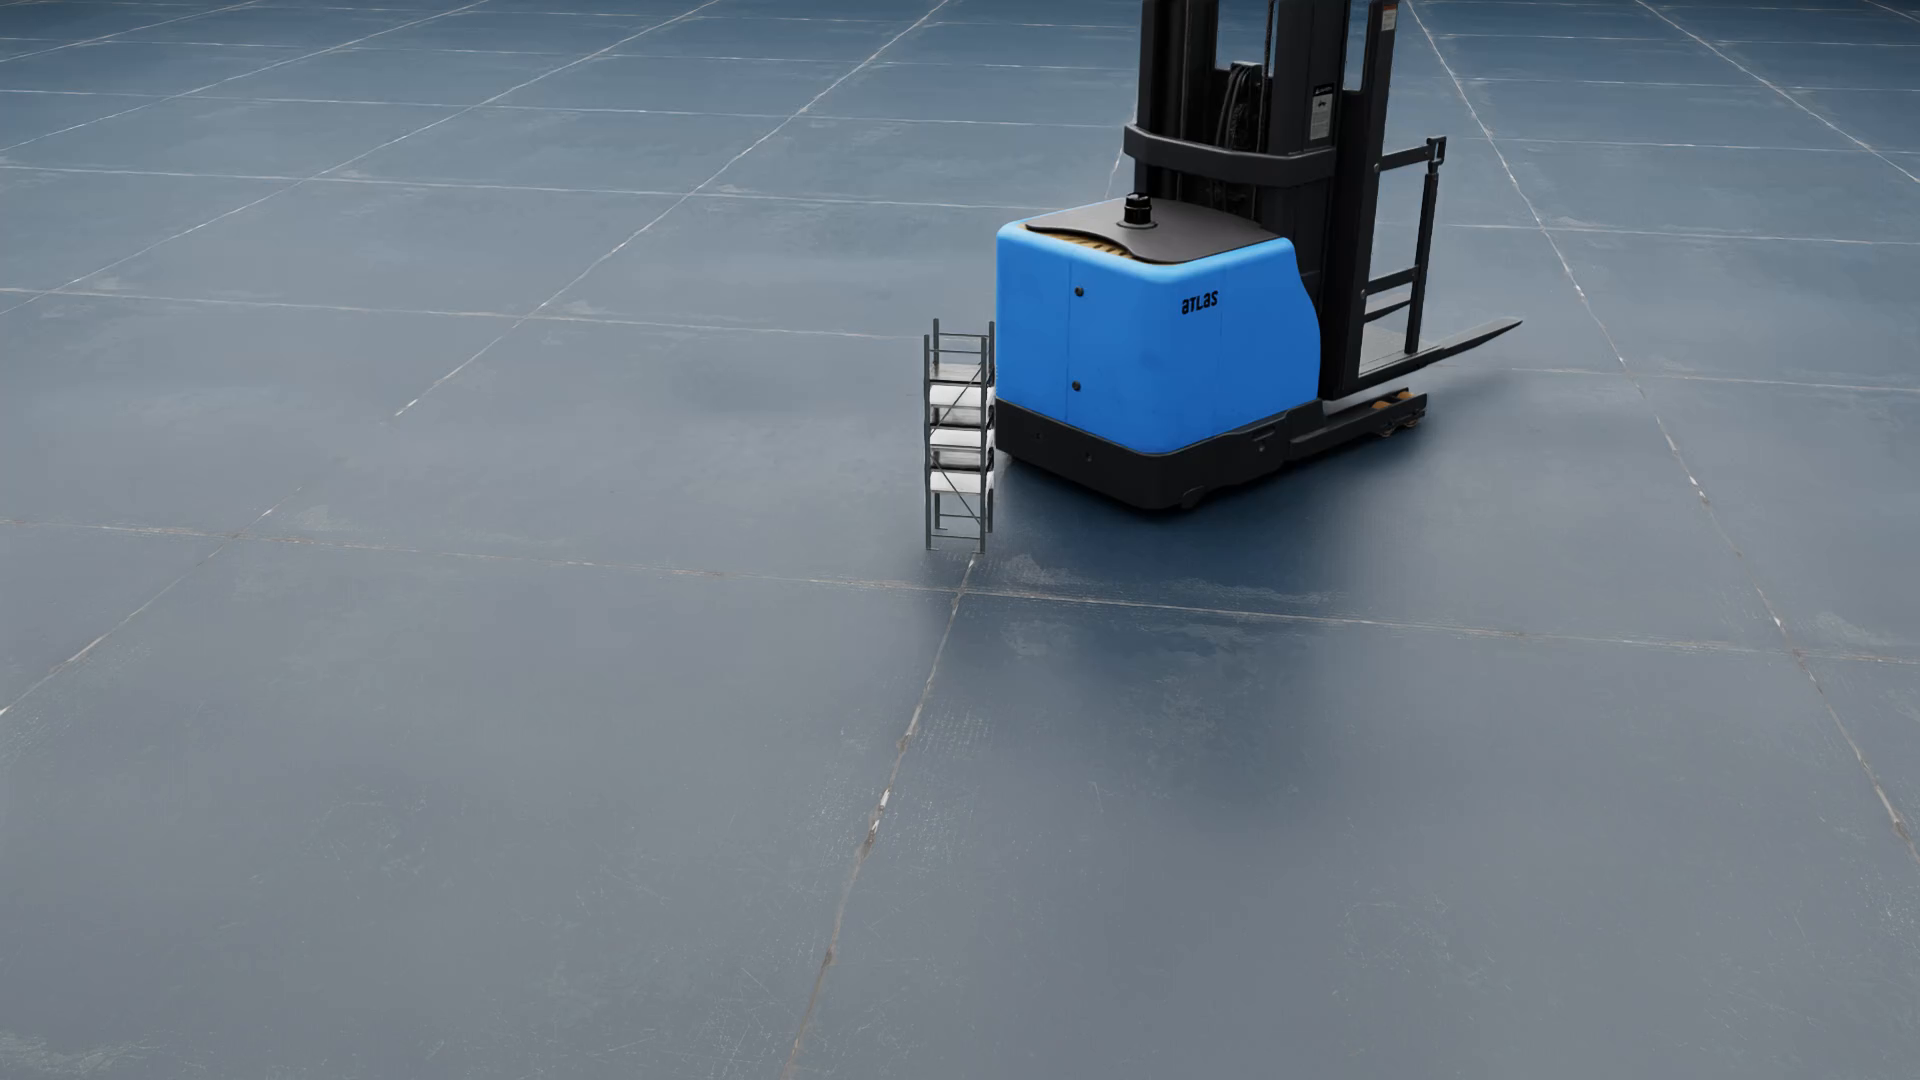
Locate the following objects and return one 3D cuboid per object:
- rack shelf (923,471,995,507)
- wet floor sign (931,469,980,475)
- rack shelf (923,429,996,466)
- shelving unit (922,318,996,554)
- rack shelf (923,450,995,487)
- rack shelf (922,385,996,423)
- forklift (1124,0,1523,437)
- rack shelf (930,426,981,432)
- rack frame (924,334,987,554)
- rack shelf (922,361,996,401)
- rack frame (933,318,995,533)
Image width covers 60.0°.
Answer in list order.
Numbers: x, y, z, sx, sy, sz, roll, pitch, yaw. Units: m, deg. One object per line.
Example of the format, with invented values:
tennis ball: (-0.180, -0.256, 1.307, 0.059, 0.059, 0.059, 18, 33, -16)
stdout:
rack shelf: (-0.001, -0.211, 6.642, 0.258, 0.077, 0.200, 4, 25, 9)
wet floor sign: (-6.032, 0.481, 4.962, 8.976, 0.644, 9.326, 13, 28, 26)
rack shelf: (-0.001, -0.374, 6.566, 0.258, 0.077, 0.200, 4, 25, 9)
shelving unit: (-0.001, -0.404, 6.552, 0.258, 0.900, 0.210, 4, 25, 9)
rack shelf: (-0.001, -0.292, 6.604, 0.258, 0.077, 0.200, 4, 25, 9)
rack shelf: (-0.001, -0.537, 6.490, 0.258, 0.077, 0.200, 4, 25, 9)
forklift: (1.619, -1.943, 7.518, 2.937, 2.867, 1.118, -20, 32, -37)
rack shelf: (-0.001, -0.469, 6.522, 0.199, 0.015, 0.184, 4, 25, 9)
rack frame: (-0.018, -0.362, 6.461, 0.240, 0.900, 0.006, 4, 25, 9)
rack shelf: (-0.001, -0.619, 6.452, 0.258, 0.077, 0.200, 4, 25, 9)
rack frame: (0.015, -0.447, 6.643, 0.240, 0.900, 0.006, 4, 25, 9)
